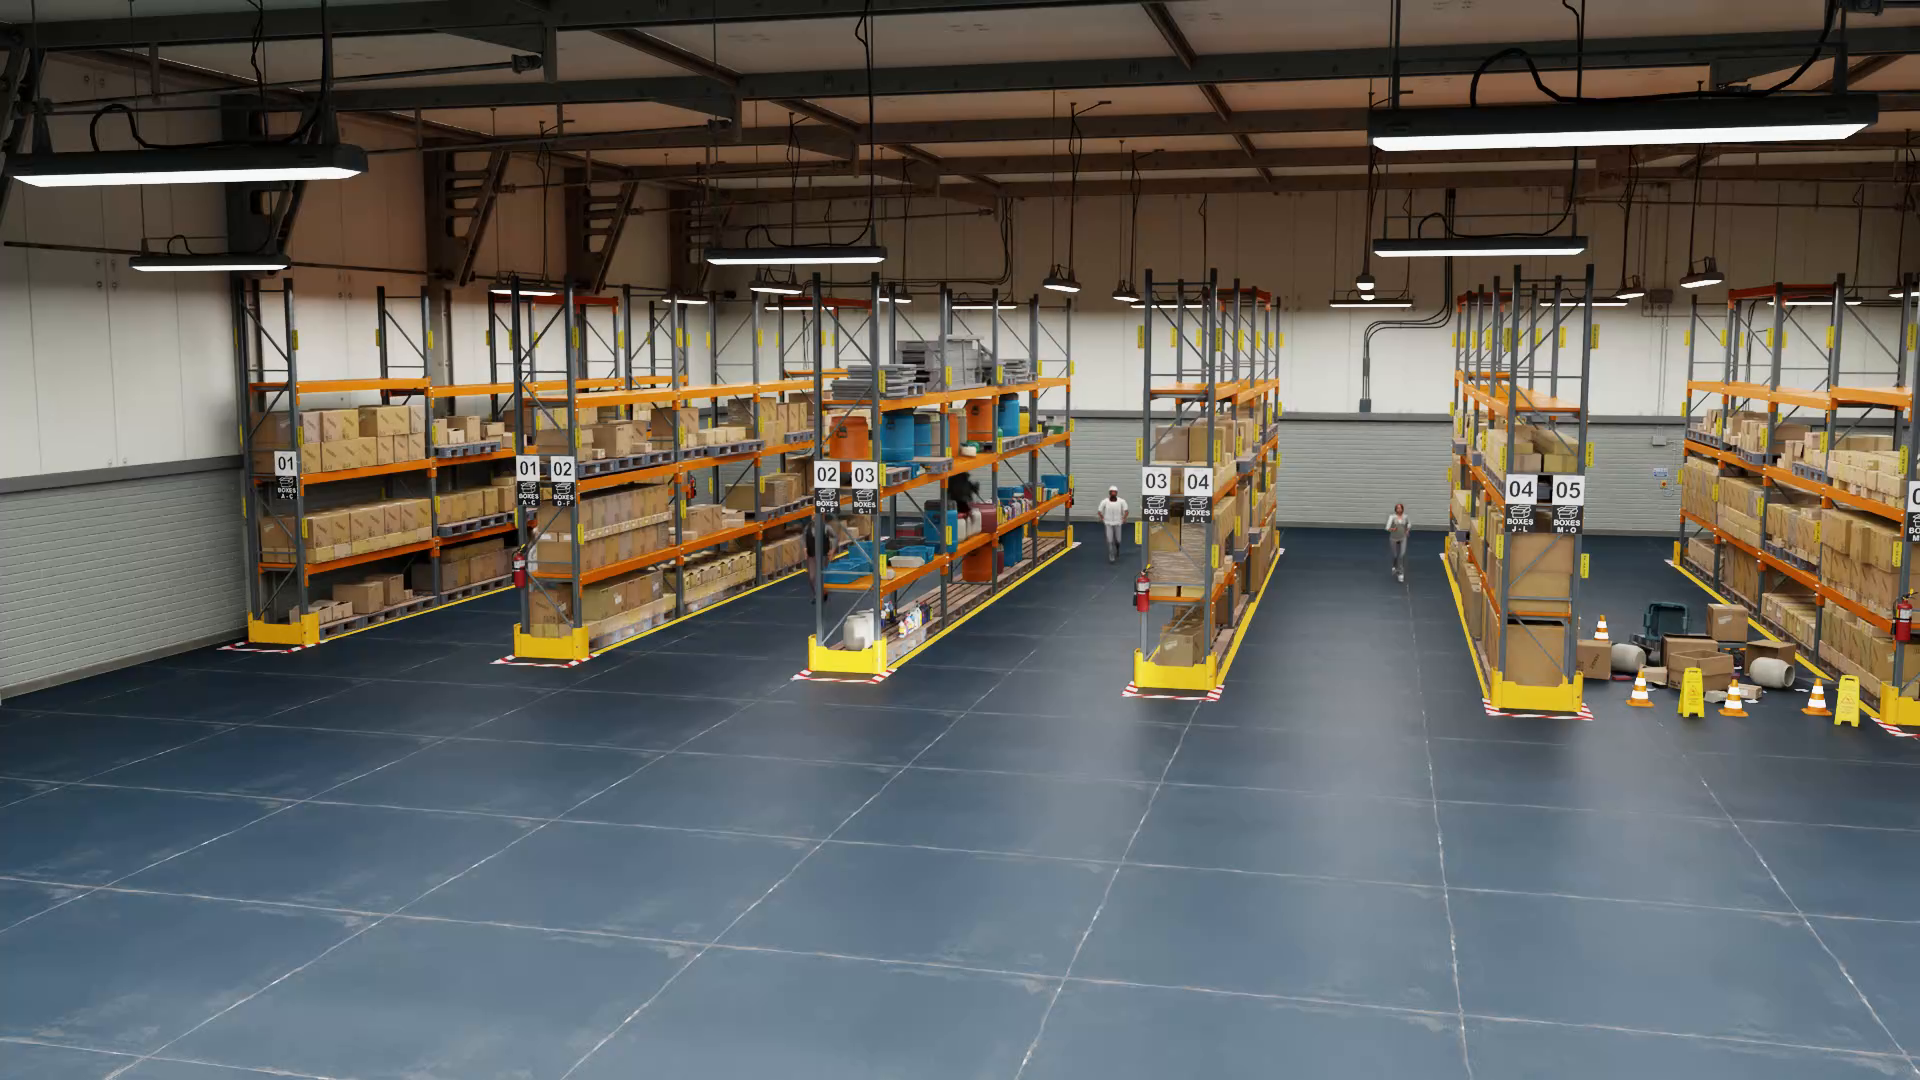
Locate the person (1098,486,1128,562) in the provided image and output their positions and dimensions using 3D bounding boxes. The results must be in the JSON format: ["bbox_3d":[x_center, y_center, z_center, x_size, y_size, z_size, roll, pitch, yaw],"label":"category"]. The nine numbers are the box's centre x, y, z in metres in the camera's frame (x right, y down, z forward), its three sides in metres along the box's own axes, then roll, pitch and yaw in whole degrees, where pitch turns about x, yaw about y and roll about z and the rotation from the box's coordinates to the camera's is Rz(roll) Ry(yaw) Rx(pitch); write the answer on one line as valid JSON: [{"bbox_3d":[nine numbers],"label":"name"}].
[{"bbox_3d":[3.465,-0.363,37.664,0.696,1.716,0.603,1,7,5],"label":"person"}]

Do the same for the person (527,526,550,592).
[{"bbox_3d":[-7.401,0.633,29.177,0.667,1.749,0.915,2,7,15],"label":"person"}]

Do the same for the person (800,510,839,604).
[{"bbox_3d":[-2.547,0.305,29.842,0.692,1.694,0.552,1,7,11],"label":"person"}]

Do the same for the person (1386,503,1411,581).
[{"bbox_3d":[9.163,0.019,34.756,0.534,1.592,0.883,1,7,8],"label":"person"}]
